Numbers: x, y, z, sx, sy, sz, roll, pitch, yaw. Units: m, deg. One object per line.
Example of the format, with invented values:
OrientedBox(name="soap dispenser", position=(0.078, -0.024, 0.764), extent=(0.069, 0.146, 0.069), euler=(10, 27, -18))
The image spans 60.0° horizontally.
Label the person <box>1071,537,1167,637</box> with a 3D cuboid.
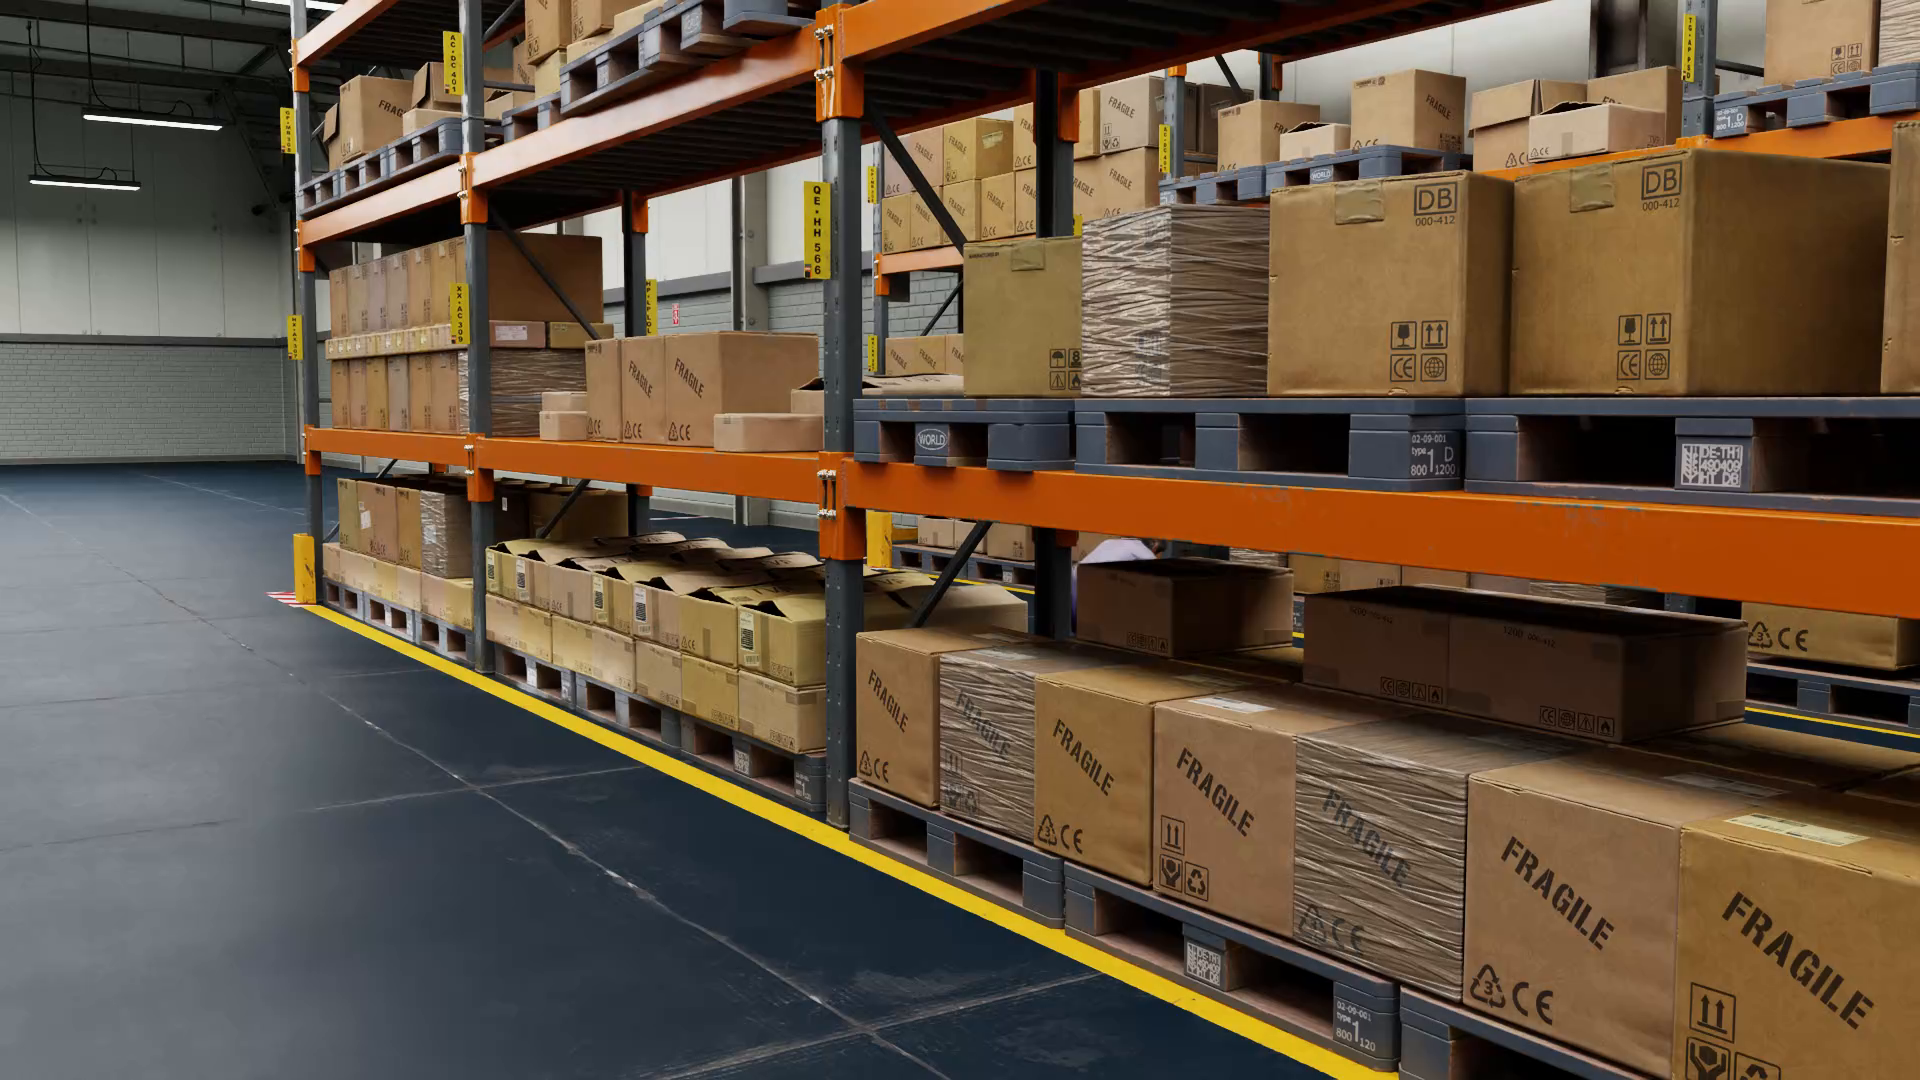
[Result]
OrientedBox(name="person", position=(0.838, 0.345, 9.137), extent=(0.826, 0.812, 0.529), euler=(-3, 6, -34))
